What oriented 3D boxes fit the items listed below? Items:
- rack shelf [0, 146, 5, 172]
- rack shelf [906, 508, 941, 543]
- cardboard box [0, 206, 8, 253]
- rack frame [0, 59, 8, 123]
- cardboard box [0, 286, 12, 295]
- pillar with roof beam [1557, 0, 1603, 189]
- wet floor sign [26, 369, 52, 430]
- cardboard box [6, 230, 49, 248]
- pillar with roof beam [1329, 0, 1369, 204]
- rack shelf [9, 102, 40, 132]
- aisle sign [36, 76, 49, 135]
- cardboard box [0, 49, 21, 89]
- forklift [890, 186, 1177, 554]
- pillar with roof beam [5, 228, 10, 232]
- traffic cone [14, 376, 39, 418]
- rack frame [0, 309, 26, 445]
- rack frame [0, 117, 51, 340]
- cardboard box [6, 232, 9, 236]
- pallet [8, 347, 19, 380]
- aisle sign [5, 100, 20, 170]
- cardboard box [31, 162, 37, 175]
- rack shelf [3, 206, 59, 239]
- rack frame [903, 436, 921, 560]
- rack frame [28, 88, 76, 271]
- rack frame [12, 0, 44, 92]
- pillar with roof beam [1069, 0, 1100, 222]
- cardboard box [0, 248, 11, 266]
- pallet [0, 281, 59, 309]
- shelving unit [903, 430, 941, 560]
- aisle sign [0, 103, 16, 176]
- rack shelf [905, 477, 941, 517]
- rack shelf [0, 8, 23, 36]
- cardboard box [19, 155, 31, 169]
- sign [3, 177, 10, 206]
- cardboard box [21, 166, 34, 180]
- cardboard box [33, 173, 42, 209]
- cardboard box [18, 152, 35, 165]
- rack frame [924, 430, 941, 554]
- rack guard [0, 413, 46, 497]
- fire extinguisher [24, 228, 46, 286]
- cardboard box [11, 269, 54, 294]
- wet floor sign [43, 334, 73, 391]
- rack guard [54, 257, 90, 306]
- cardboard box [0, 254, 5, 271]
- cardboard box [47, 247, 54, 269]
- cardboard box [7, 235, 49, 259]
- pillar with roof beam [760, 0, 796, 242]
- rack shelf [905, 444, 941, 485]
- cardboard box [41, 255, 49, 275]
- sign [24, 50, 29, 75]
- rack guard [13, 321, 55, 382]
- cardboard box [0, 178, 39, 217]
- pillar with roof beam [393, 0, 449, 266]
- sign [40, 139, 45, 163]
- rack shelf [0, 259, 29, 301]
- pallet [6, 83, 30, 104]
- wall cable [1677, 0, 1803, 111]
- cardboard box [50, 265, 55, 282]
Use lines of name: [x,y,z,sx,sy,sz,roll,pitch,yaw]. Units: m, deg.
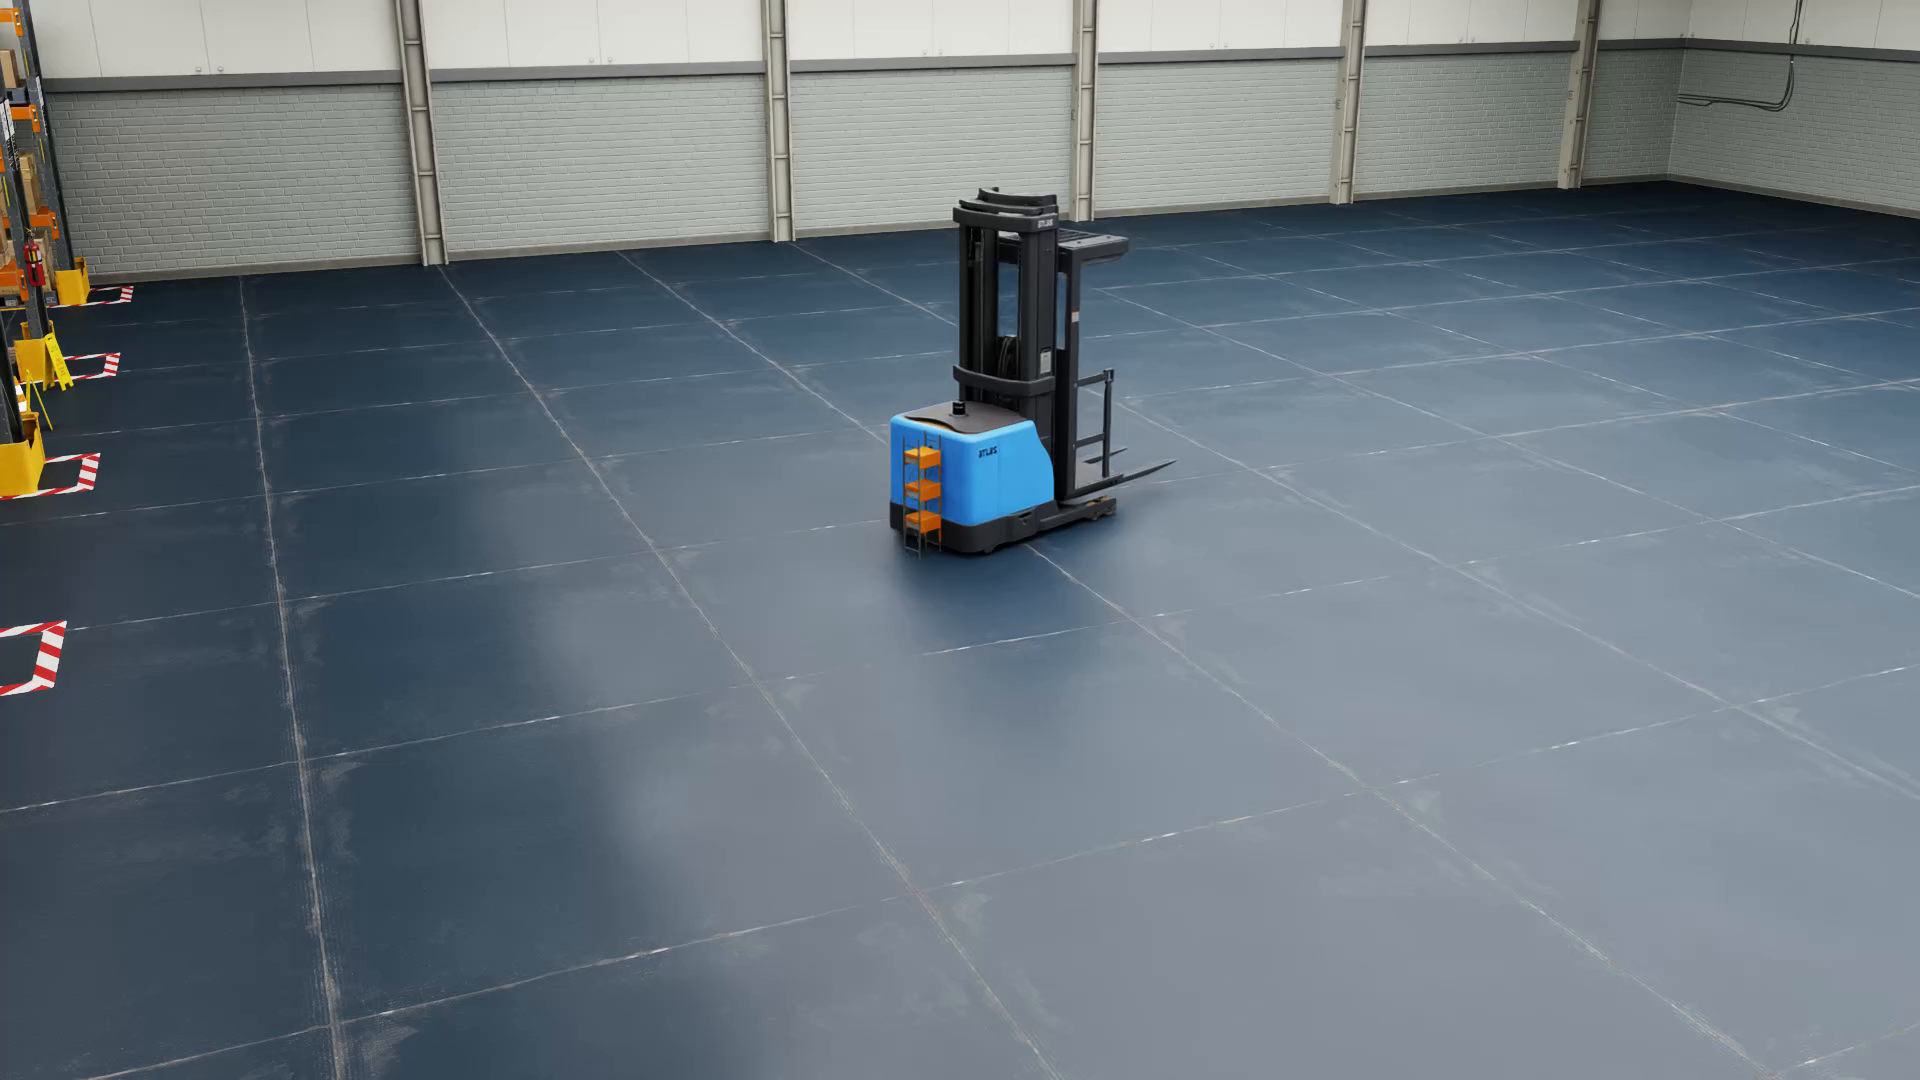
rack shelf: [-13.067,-4.320,18.840,4.000,0.370,1.077,-8,21,-22]
rack shelf: [-0.317,-0.102,14.101,0.240,0.259,0.215,-18,26,-42]
cardboard box: [-11.775,-3.717,19.963,0.500,0.500,0.500,-8,21,-23]
rack frame: [-11.231,-6.337,18.970,0.127,3.000,1.000,-8,21,-22]
cardboard box: [-13.967,-3.701,24.024,0.500,0.250,0.500,-8,21,-22]
pillar with roof beam: [15.055,-10.667,31.268,0.400,9.000,9.100,-8,21,-22]
wet floor sign: [-9.935,-1.508,17.833,0.232,0.644,0.267,-12,23,-31]
cardboard box: [-13.716,-4.388,24.469,0.500,0.250,0.500,-8,21,-23]
pillar with roof beam: [9.546,-9.878,29.026,0.400,9.000,9.100,-8,21,-22]
rack shelf: [-15.037,-5.833,23.138,4.000,0.370,1.077,-8,21,-22]
aisle sign: [-13.023,-6.166,23.602,0.004,0.787,0.394,-8,21,-22]
cardboard box: [-13.510,-6.595,23.286,0.500,0.500,0.500,-7,21,-20]
forklift: [0.783,-1.669,14.849,3.031,2.935,1.130,-18,26,-42]
pillar with roof beam: [-12.491,-6.720,20.059,0.400,9.000,9.100,-8,21,-22]
traffic cone: [-10.363,-1.567,18.275,0.334,0.463,0.336,-8,21,-22]
rack frame: [-9.177,-2.011,15.717,0.127,3.000,1.000,-8,21,-22]
rack frame: [-11.231,-3.507,19.966,0.127,3.000,1.000,-8,21,-22]
cardboard box: [-14.174,-4.321,24.279,0.500,0.250,0.500,-8,21,-22]
pallet: [-12.060,-2.086,20.128,1.213,0.211,1.003,-8,21,-22]
aisle sign: [-11.296,-4.836,19.826,0.004,0.787,0.394,-8,21,-22]
cardboard box: [-13.614,-5.408,24.237,0.250,0.149,0.380,-9,21,-23]
rack shelf: [-15.037,-4.418,23.636,4.000,0.370,1.077,-8,21,-22]
rack frame: [-0.404,-0.346,13.924,0.008,1.050,0.200,-18,26,-42]
rack frame: [-13.200,-5.020,24.264,0.127,3.000,1.000,-8,21,-22]
rack frame: [-13.200,-7.850,23.267,0.127,3.000,1.000,-8,21,-22]
pillar with roof beam: [4.037,-9.088,26.784,0.400,9.000,9.100,-8,21,-22]
cardboard box: [-11.624,-3.407,20.060,0.250,0.149,0.380,-8,21,-22]
pallet: [-13.886,-3.592,24.405,1.213,0.211,1.003,-8,21,-22]
shelving unit: [-0.318,-0.374,14.005,0.252,1.050,0.215,-18,26,-42]
aisle sign: [-11.059,-4.653,19.306,0.004,0.787,0.394,-8,21,-22]
rack shelf: [-0.318,-0.364,14.008,0.240,0.259,0.215,-18,26,-42]
rack shelf: [-15.037,-7.059,22.706,4.000,0.370,1.077,-8,21,-22]
cardboard box: [-13.446,-5.402,23.774,0.250,0.149,0.380,-8,21,-22]
sign: [-11.029,-4.030,19.233,0.005,0.325,0.100,-8,21,-22]
cardboard box: [-13.407,-5.242,23.767,0.250,0.149,0.380,-8,21,-21]
cardboard box: [-13.765,-5.087,24.303,0.500,0.500,0.500,-7,21,-20]
cardboard box: [-13.593,-5.535,24.150,0.250,0.149,0.380,-9,21,-23]
rack frame: [-0.231,-0.403,14.086,0.008,1.050,0.200,-18,26,-42]
rack guard: [-9.155,-0.835,16.141,0.348,0.500,1.175,-8,21,-22]
fire extinguisher: [-10.943,-3.345,19.623,0.183,0.674,0.296,-8,21,-22]
cardboard box: [-13.506,-3.763,24.201,0.500,0.250,0.500,-8,21,-22]
wet floor sign: [-10.632,-2.095,19.501,0.232,0.644,0.267,-1,19,-3]
rack guard: [-13.178,-3.844,24.688,0.348,0.500,1.175,-8,21,-22]
cardboard box: [-11.489,-3.274,19.683,0.250,0.149,0.380,-7,21,-20]
cardboard box: [-13.714,-4.159,24.572,0.500,0.250,0.500,-8,21,-21]
cardboard box: [-13.499,-4.237,24.042,0.500,0.250,0.500,-7,21,-20]
pillar with roof beam: [-1.473,-8.299,24.543,0.400,9.000,9.100,-8,21,-22]
rack shelf: [-0.318,-0.632,13.914,0.240,0.259,0.215,-18,26,-42]
cardboard box: [-13.523,-3.998,24.115,0.500,0.250,0.500,-8,21,-23]
sign: [-12.998,-6.648,23.157,0.005,0.325,0.100,-8,21,-22]
rack guard: [-11.300,-2.318,20.353,0.348,0.500,1.175,-8,21,-22]
cardboard box: [-13.548,-4.923,23.836,0.500,0.500,0.500,-9,21,-23]
pillar with roof beam: [-6.982,-7.510,22.301,0.400,9.000,9.100,-8,21,-22]
sign: [-12.998,-5.511,23.557,0.005,0.325,0.100,-8,21,-22]
rack shelf: [-13.067,-2.905,19.338,4.000,0.370,1.077,-8,21,-22]
pallet: [-13.860,-6.308,23.539,1.213,0.211,1.003,-8,21,-22]
wall cable: [16.579,-10.499,35.467,0.112,2.526,3.097,-8,21,-22]
cardboard box: [-13.729,-3.916,24.637,0.500,0.250,0.500,-8,21,-22]
